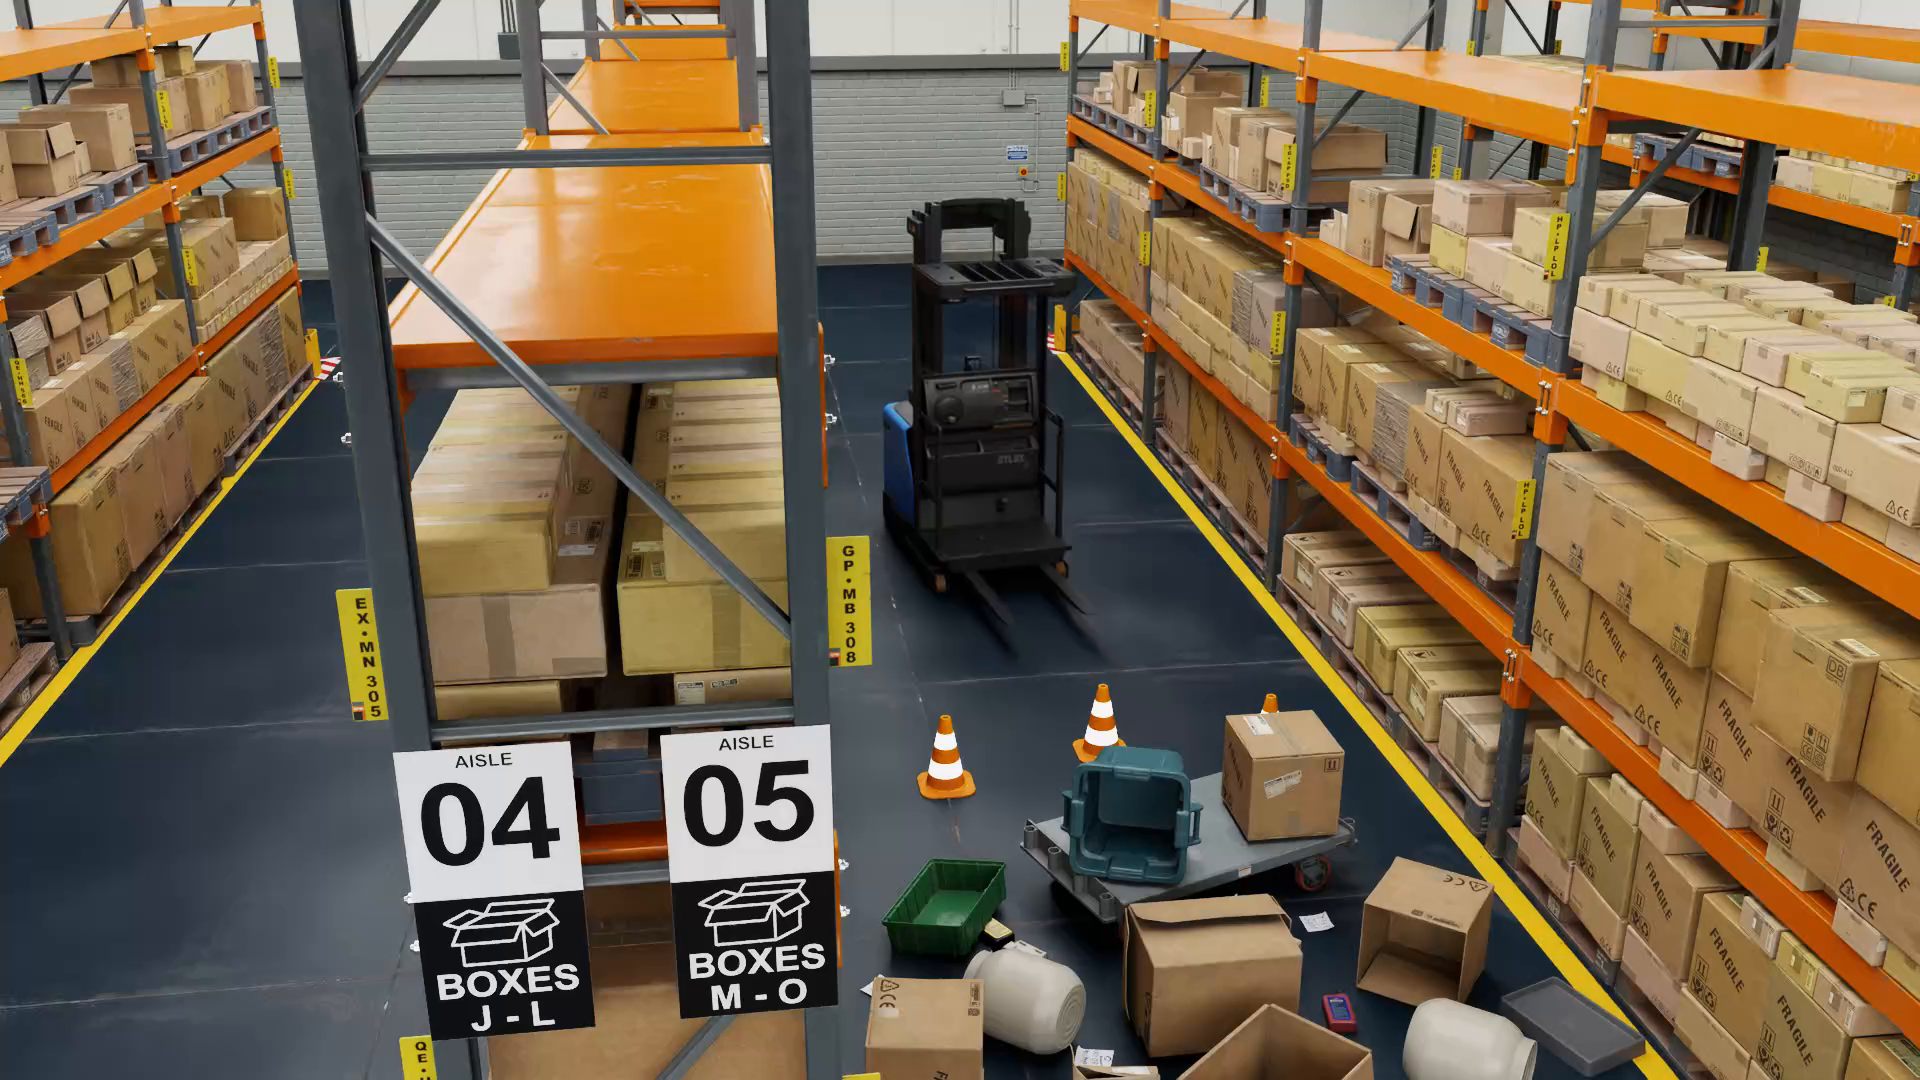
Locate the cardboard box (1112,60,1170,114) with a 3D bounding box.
[{"bbox_3d":[1.910,-4.791,17.584,0.500,0.500,0.500,-3,21,-7],"label":"cardboard box"}]

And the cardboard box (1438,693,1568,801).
[{"bbox_3d":[3.420,1.206,9.855,0.950,0.372,0.625,-3,21,-7],"label":"cardboard box"}]

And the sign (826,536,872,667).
[{"bbox_3d":[-0.259,0.145,3.890,0.100,0.325,0.005,-3,21,-8],"label":"sign"}]

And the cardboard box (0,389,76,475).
[{"bbox_3d":[-6.686,-0.760,11.822,0.500,0.500,0.500,-2,21,-6],"label":"cardboard box"}]

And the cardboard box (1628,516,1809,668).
[{"bbox_3d":[3.444,0.215,7.355,0.700,0.500,0.500,-3,21,-9],"label":"cardboard box"}]

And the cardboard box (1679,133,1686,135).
[{"bbox_3d":[7.042,-3.901,15.703,0.380,0.149,0.250,-3,21,-7],"label":"cardboard box"}]

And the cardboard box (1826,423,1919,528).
[{"bbox_3d":[3.583,-0.253,6.108,0.500,0.250,0.500,-2,21,-6],"label":"cardboard box"}]

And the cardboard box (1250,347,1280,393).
[{"bbox_3d":[2.600,-1.350,13.044,0.500,0.250,0.500,-3,21,-8],"label":"cardboard box"}]

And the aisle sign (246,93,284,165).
[{"bbox_3d":[-7.752,-4.559,18.421,0.394,0.787,0.004,-3,21,-8],"label":"aisle sign"}]

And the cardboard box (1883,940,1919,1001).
[{"bbox_3d":[3.647,1.566,6.096,0.380,0.149,0.250,-3,21,-9],"label":"cardboard box"}]

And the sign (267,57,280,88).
[{"bbox_3d":[-7.499,-5.107,18.163,0.100,0.325,0.005,-3,21,-8],"label":"sign"}]

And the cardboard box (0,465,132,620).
[{"bbox_3d":[-6.964,0.027,12.293,1.225,0.875,0.875,-4,21,-10],"label":"cardboard box"}]

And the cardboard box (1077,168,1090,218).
[{"bbox_3d":[1.637,-3.957,18.953,0.500,0.500,0.500,-3,21,-9],"label":"cardboard box"}]

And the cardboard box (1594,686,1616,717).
[{"bbox_3d":[3.382,0.772,8.222,0.380,0.149,0.250,-3,21,-8],"label":"cardboard box"}]

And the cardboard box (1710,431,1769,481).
[{"bbox_3d":[3.399,-0.363,6.972,0.380,0.149,0.250,-3,21,-9],"label":"cardboard box"}]

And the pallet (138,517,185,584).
[{"bbox_3d":[-7.097,0.077,13.710,1.003,0.211,1.213,-3,21,-8],"label":"pallet"}]

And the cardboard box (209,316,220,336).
[{"bbox_3d":[-7.213,-2.009,15.667,0.380,0.149,0.250,-4,21,-10],"label":"cardboard box"}]

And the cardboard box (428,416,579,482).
[{"bbox_3d":[-1.304,-0.246,4.776,0.380,0.149,0.250,-3,21,-7],"label":"cardboard box"}]

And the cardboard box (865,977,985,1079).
[{"bbox_3d":[-0.147,2.294,7.357,0.500,0.500,0.500,1,20,2],"label":"cardboard box"}]

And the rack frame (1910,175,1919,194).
[{"bbox_3d":[7.833,-4.093,12.314,1.000,3.000,0.127,-3,21,-8],"label":"rack frame"}]

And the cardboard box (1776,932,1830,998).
[{"bbox_3d":[3.548,1.700,6.709,0.380,0.149,0.250,-3,21,-7],"label":"cardboard box"}]

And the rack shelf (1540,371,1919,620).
[{"bbox_3d":[3.786,-0.022,6.729,1.077,0.370,4.000,-3,21,-8],"label":"rack shelf"}]

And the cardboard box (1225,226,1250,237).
[{"bbox_3d":[2.739,-2.611,15.347,0.500,0.500,0.500,-3,21,-7],"label":"cardboard box"}]

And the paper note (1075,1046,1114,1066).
[{"bbox_3d":[0.621,2.411,7.729,0.172,0.023,0.155,4,21,11],"label":"paper note"}]

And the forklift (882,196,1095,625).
[{"bbox_3d":[0.233,-1.100,12.972,1.130,2.935,3.031,-6,21,-16],"label":"forklift"}]

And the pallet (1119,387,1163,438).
[{"bbox_3d":[2.312,-1.377,17.602,1.003,0.211,1.213,-3,21,-8],"label":"pallet"}]

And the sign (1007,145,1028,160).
[{"bbox_3d":[0.876,-5.898,25.333,0.327,0.218,0.001,-3,21,-8],"label":"sign"}]

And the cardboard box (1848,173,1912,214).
[{"bbox_3d":[7.518,-2.783,13.309,0.500,0.250,0.500,-4,21,-10],"label":"cardboard box"}]

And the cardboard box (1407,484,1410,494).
[{"bbox_3d":[3.081,-0.340,10.598,0.380,0.149,0.250,-4,21,-10],"label":"cardboard box"}]

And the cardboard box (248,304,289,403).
[{"bbox_3d":[-7.736,-1.970,17.640,0.875,0.875,0.875,-3,21,-8],"label":"cardboard box"}]

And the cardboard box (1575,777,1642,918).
[{"bbox_3d":[3.405,1.496,8.181,0.500,0.500,0.500,-2,21,-6],"label":"cardboard box"}]

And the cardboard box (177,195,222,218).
[{"bbox_3d":[-8.164,-3.369,17.666,0.500,0.500,0.500,-3,21,-9],"label":"cardboard box"}]

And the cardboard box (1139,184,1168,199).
[{"bbox_3d":[2.028,-3.510,16.827,0.380,0.149,0.250,-3,21,-8],"label":"cardboard box"}]

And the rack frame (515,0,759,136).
[{"bbox_3d":[-1.386,-2.172,7.171,1.000,3.000,0.127,-3,21,-8],"label":"rack frame"}]

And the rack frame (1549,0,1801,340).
[{"bbox_3d":[3.498,-2.457,7.933,1.000,3.000,0.127,-3,21,-8],"label":"rack frame"}]

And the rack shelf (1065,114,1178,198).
[{"bbox_3d":[2.056,-4.177,17.853,1.077,0.370,4.000,-3,21,-8],"label":"rack shelf"}]

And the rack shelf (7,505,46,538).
[{"bbox_3d":[-6.597,0.498,9.624,1.077,0.370,4.000,-3,21,-8],"label":"rack shelf"}]

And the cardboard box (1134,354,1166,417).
[{"bbox_3d":[2.360,-1.636,17.370,0.875,0.438,0.875,-3,21,-9],"label":"cardboard box"}]

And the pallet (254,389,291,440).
[{"bbox_3d":[-7.673,-1.301,17.397,1.003,0.211,1.213,-3,21,-8],"label":"pallet"}]

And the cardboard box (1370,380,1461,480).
[{"bbox_3d":[2.987,-0.710,10.661,0.500,0.500,0.500,-4,21,-10],"label":"cardboard box"}]

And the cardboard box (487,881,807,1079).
[{"bbox_3d":[-0.824,1.317,4.646,0.875,0.550,0.550,-3,21,-8],"label":"cardboard box"}]

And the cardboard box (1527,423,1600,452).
[{"bbox_3d":[3.641,-0.380,9.777,0.500,0.500,0.500,-3,21,-8],"label":"cardboard box"}]

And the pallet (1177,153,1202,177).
[{"bbox_3d":[2.526,-3.417,15.064,0.805,0.209,1.217,-4,21,-10],"label":"pallet"}]

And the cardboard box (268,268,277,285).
[{"bbox_3d":[-7.552,-2.813,17.820,0.380,0.149,0.250,-3,21,-7],"label":"cardboard box"}]

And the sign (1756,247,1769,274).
[{"bbox_3d":[4.034,-1.324,8.447,0.100,0.325,0.005,-3,21,-8],"label":"sign"}]

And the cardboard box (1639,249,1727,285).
[{"bbox_3d":[3.810,-1.401,9.006,0.500,0.250,0.500,-3,21,-9],"label":"cardboard box"}]

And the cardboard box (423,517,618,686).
[{"bbox_3d":[-1.156,0.150,4.287,0.500,0.250,0.500,-3,21,-7],"label":"cardboard box"}]

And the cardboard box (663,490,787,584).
[{"bbox_3d":[-0.542,-0.013,4.153,0.380,0.149,0.250,-3,21,-7],"label":"cardboard box"}]

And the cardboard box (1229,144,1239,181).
[{"bbox_3d":[2.376,-3.029,13.345,0.396,0.266,0.258,-3,21,-9],"label":"cardboard box"}]

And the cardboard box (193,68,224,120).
[{"bbox_3d":[-7.826,-4.442,16.649,0.700,0.500,0.500,-4,21,-11],"label":"cardboard box"}]

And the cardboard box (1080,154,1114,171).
[{"bbox_3d":[1.577,-4.301,18.944,0.380,0.149,0.250,-2,21,-6],"label":"cardboard box"}]

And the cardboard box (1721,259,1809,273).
[{"bbox_3d":[7.292,-2.282,15.295,0.700,0.500,0.500,-3,21,-8],"label":"cardboard box"}]

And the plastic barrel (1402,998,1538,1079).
[{"bbox_3d":[2.279,2.307,7.435,0.512,0.421,0.421,12,24,30],"label":"plastic barrel"}]

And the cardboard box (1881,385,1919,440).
[{"bbox_3d":[3.654,-0.471,6.122,0.380,0.149,0.250,-4,21,-9],"label":"cardboard box"}]

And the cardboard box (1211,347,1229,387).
[{"bbox_3d":[2.446,-1.474,14.091,0.500,0.250,0.500,-3,21,-8],"label":"cardboard box"}]

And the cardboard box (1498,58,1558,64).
[{"bbox_3d":[6.549,-5.418,19.223,0.500,0.250,0.500,-3,21,-8],"label":"cardboard box"}]
